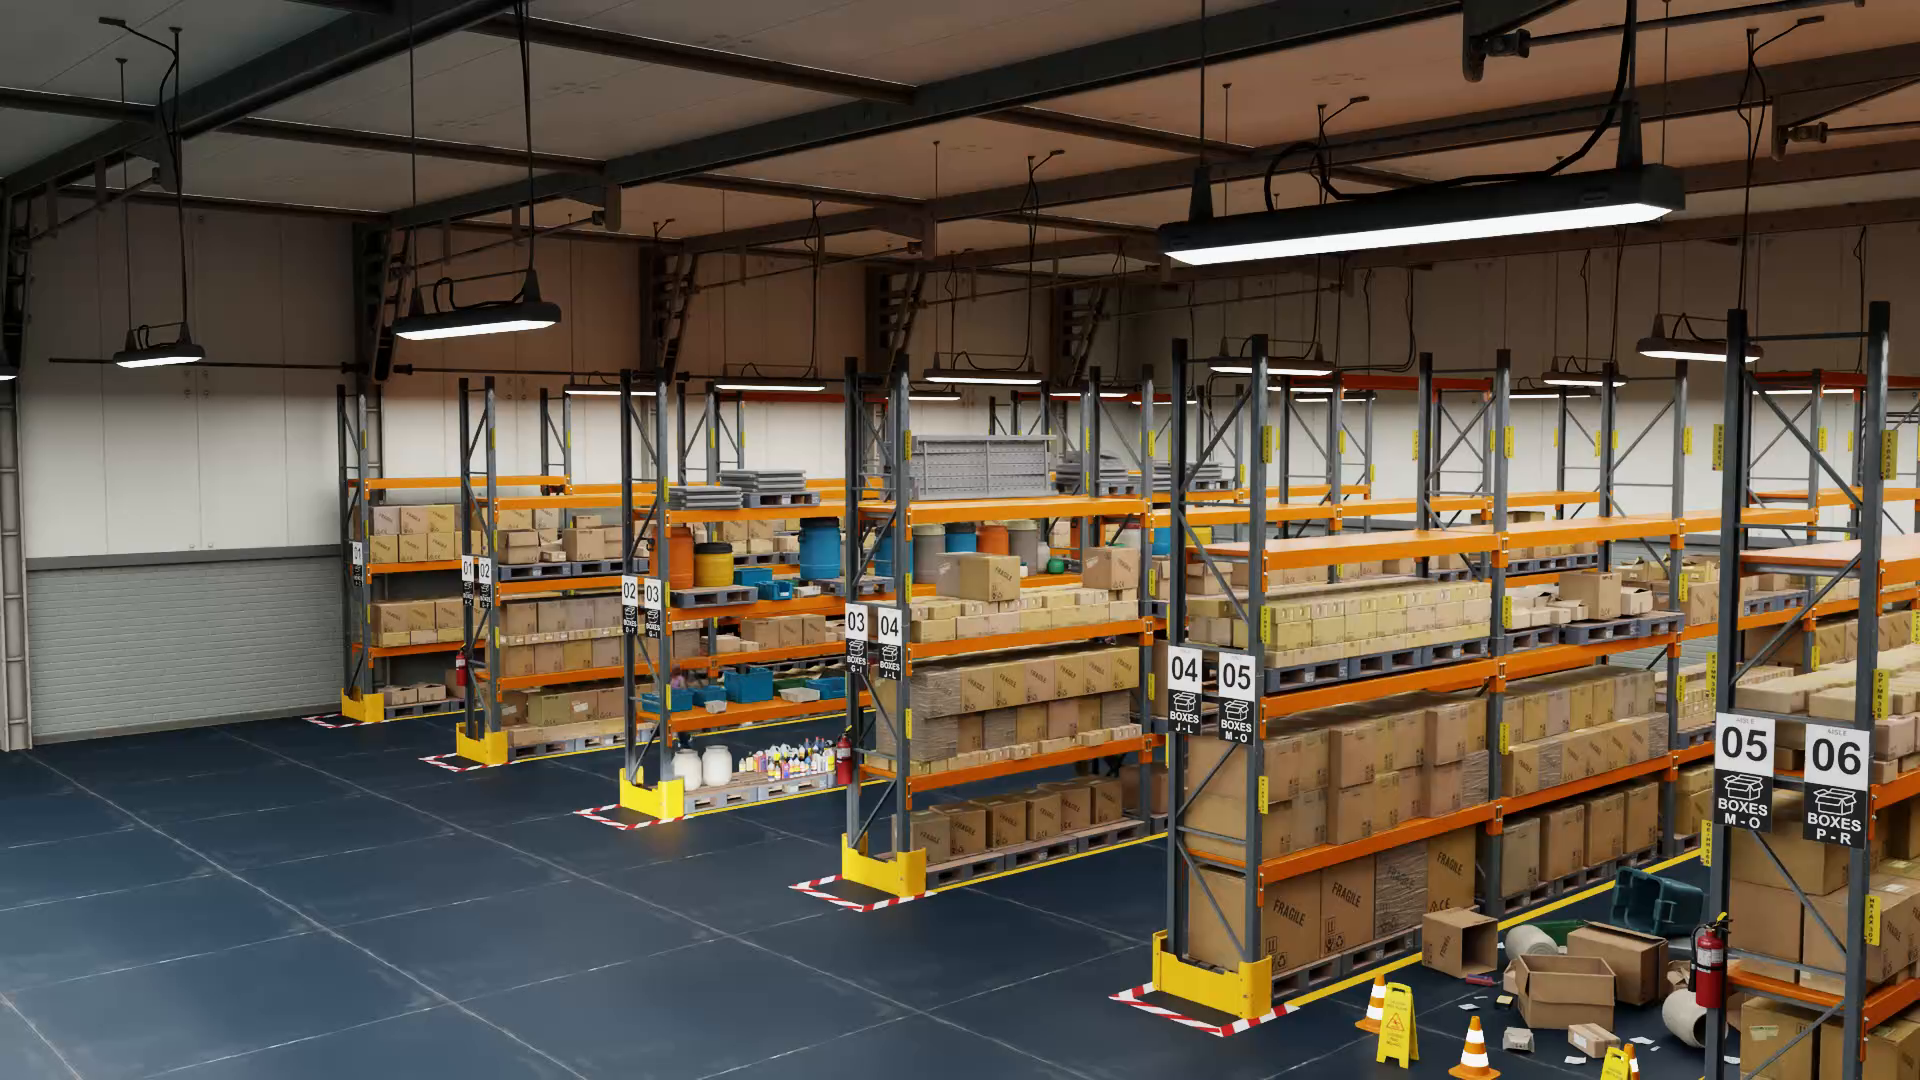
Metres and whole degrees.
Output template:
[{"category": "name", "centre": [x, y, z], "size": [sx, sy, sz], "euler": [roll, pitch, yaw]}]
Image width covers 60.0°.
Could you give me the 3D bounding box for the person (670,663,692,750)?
[{"category": "person", "centre": [-4.422, 2.667, 26.364], "size": [0.607, 1.518, 0.661], "euler": [-4, 5, -43]}]

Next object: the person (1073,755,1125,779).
[{"category": "person", "centre": [1.987, 2.775, 23.801], "size": [1.159, 1.621, 0.710], "euler": [-2, 4, -29]}]
